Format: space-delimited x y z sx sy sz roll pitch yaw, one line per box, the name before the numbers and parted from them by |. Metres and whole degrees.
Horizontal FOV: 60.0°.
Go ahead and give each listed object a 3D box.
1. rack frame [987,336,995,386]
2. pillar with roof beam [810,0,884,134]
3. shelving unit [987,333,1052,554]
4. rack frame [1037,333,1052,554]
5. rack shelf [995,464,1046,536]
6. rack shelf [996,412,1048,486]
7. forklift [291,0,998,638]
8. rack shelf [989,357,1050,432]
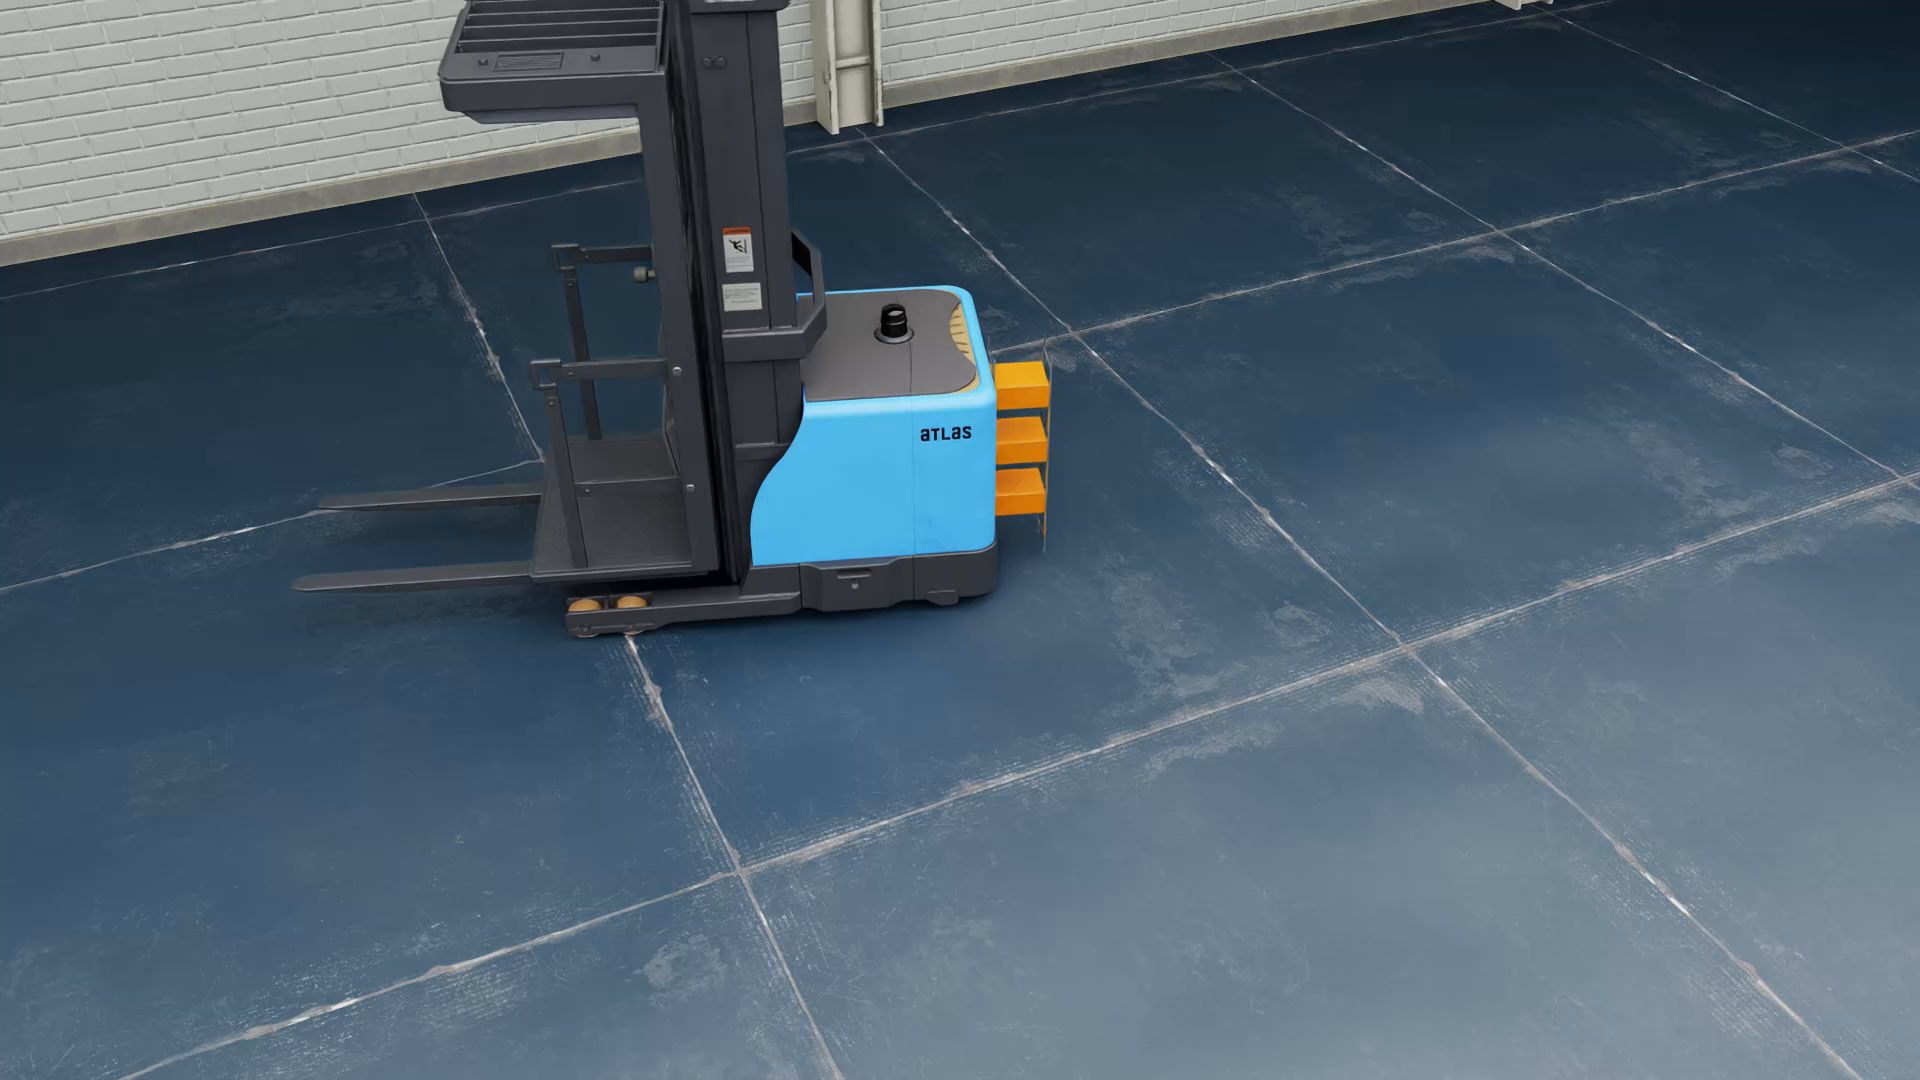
rack frame | 0.134 -0.399 7.406 0.008 1.050 0.200 -4 37 -5
pillar with roof beam | 1.053 -4.241 5.914 0.400 9.000 9.100 -16 39 -20
shelving unit | 0.255 -0.407 7.417 0.252 1.050 0.215 -4 37 -5
rack frame | 0.376 -0.415 7.429 0.008 1.050 0.200 -4 37 -5
rack shelf | 0.255 -0.175 7.589 0.240 0.259 0.215 -4 37 -5
rack shelf | 0.255 -0.398 7.424 0.240 0.259 0.215 -4 37 -5
forklift | -1.389 -1.089 6.758 3.031 2.935 1.130 -4 37 -5
rack shelf | 0.255 -0.626 7.255 0.240 0.259 0.215 -4 37 -5
